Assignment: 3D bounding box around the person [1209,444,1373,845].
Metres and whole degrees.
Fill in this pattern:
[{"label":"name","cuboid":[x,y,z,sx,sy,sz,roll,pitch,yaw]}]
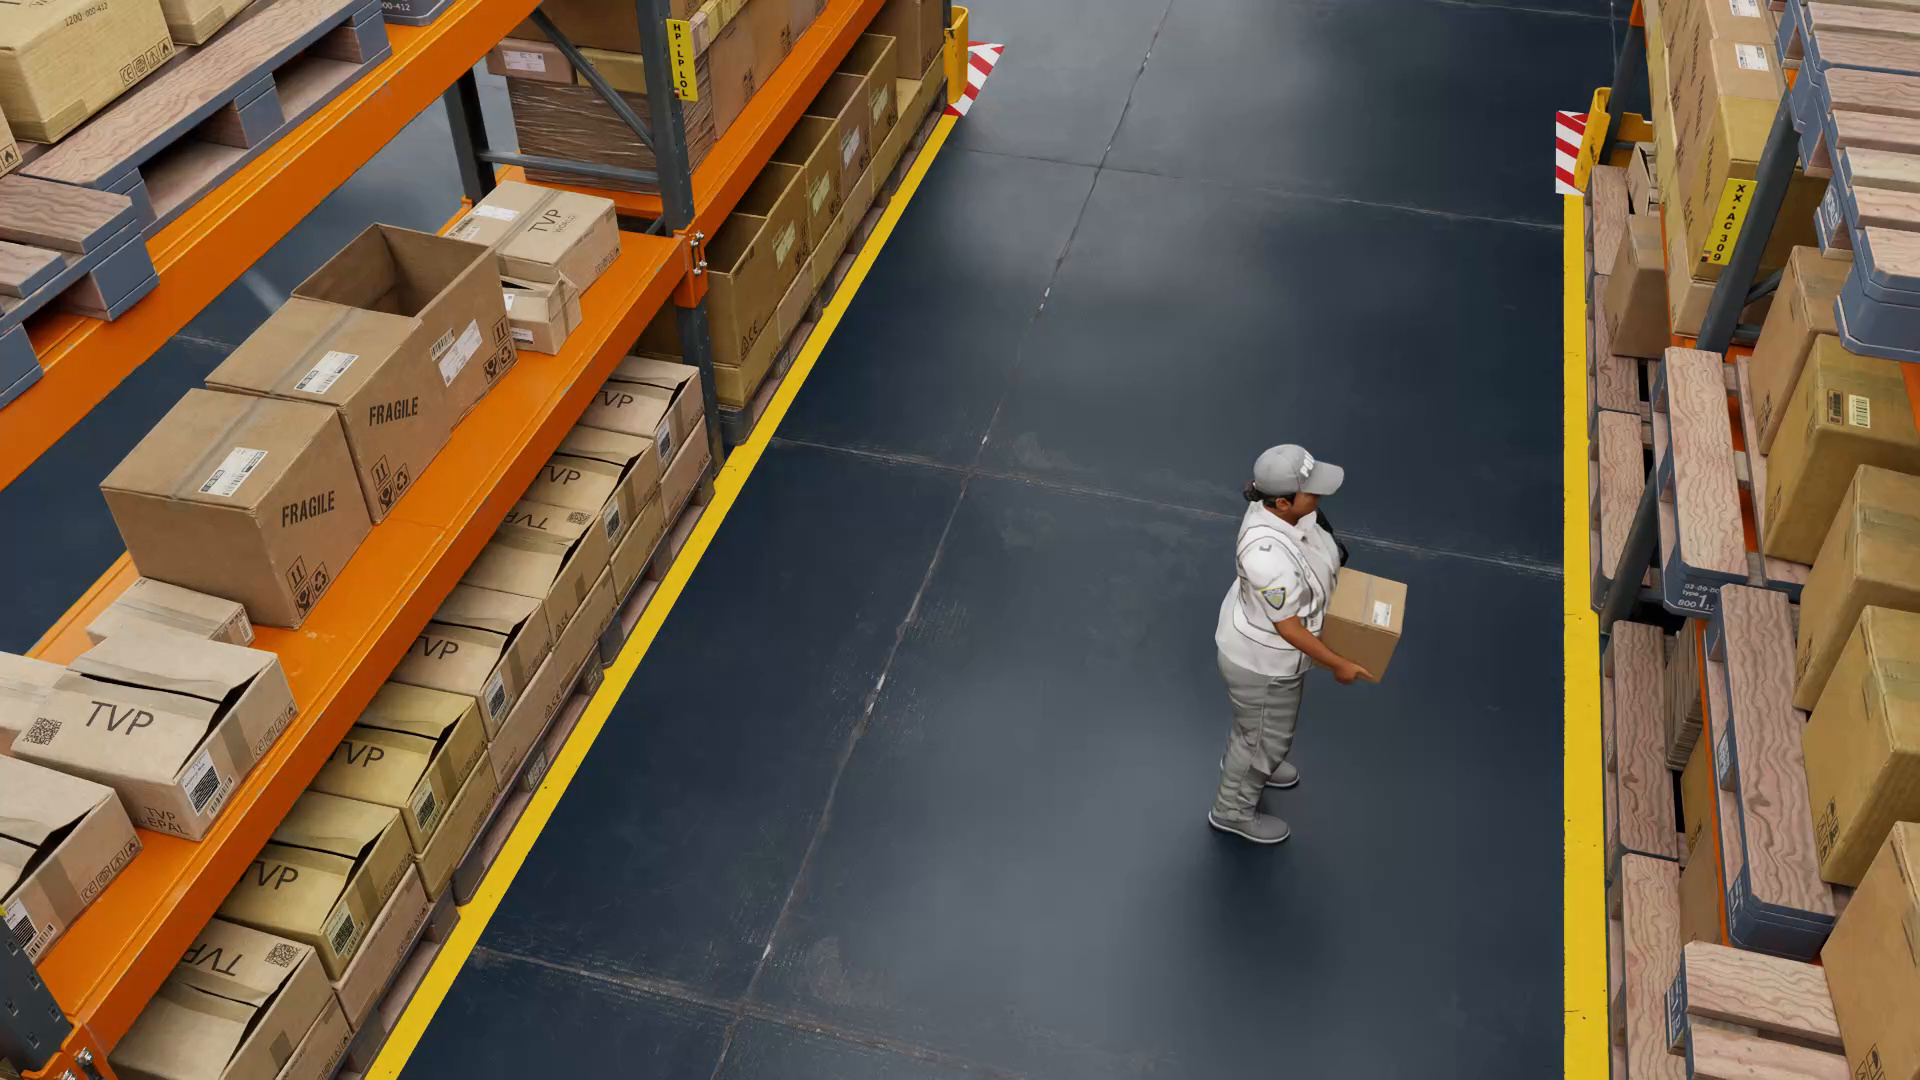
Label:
[{"label":"person","cuboid":[1.154,0.370,5.744,0.541,1.656,0.455,11,42,12]}]
